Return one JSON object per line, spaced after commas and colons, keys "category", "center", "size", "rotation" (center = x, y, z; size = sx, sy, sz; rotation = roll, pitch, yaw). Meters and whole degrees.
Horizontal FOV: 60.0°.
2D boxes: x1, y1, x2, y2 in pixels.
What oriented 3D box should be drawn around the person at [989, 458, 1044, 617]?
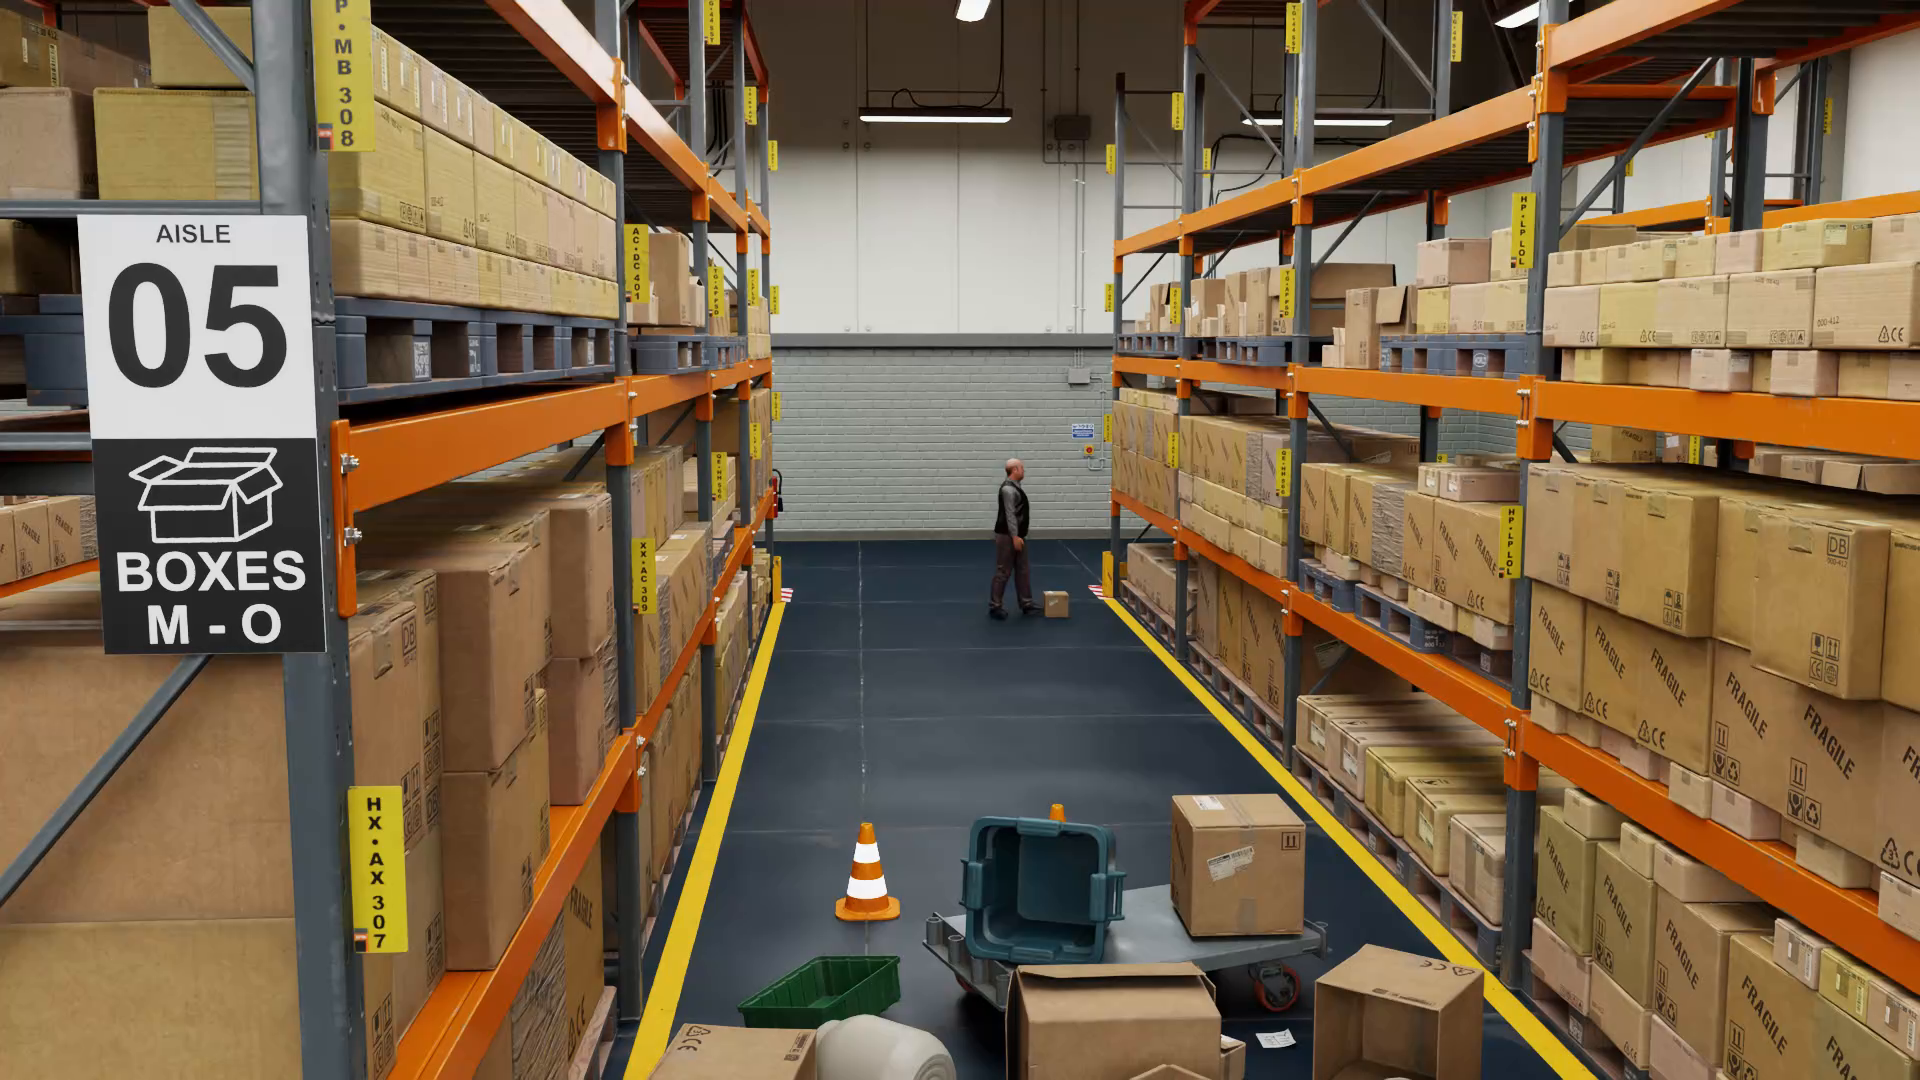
{"category": "person", "center": [0.621, 0.019, 18.026], "size": [0.636, 1.629, 0.549], "rotation": [1, 7, 12]}
